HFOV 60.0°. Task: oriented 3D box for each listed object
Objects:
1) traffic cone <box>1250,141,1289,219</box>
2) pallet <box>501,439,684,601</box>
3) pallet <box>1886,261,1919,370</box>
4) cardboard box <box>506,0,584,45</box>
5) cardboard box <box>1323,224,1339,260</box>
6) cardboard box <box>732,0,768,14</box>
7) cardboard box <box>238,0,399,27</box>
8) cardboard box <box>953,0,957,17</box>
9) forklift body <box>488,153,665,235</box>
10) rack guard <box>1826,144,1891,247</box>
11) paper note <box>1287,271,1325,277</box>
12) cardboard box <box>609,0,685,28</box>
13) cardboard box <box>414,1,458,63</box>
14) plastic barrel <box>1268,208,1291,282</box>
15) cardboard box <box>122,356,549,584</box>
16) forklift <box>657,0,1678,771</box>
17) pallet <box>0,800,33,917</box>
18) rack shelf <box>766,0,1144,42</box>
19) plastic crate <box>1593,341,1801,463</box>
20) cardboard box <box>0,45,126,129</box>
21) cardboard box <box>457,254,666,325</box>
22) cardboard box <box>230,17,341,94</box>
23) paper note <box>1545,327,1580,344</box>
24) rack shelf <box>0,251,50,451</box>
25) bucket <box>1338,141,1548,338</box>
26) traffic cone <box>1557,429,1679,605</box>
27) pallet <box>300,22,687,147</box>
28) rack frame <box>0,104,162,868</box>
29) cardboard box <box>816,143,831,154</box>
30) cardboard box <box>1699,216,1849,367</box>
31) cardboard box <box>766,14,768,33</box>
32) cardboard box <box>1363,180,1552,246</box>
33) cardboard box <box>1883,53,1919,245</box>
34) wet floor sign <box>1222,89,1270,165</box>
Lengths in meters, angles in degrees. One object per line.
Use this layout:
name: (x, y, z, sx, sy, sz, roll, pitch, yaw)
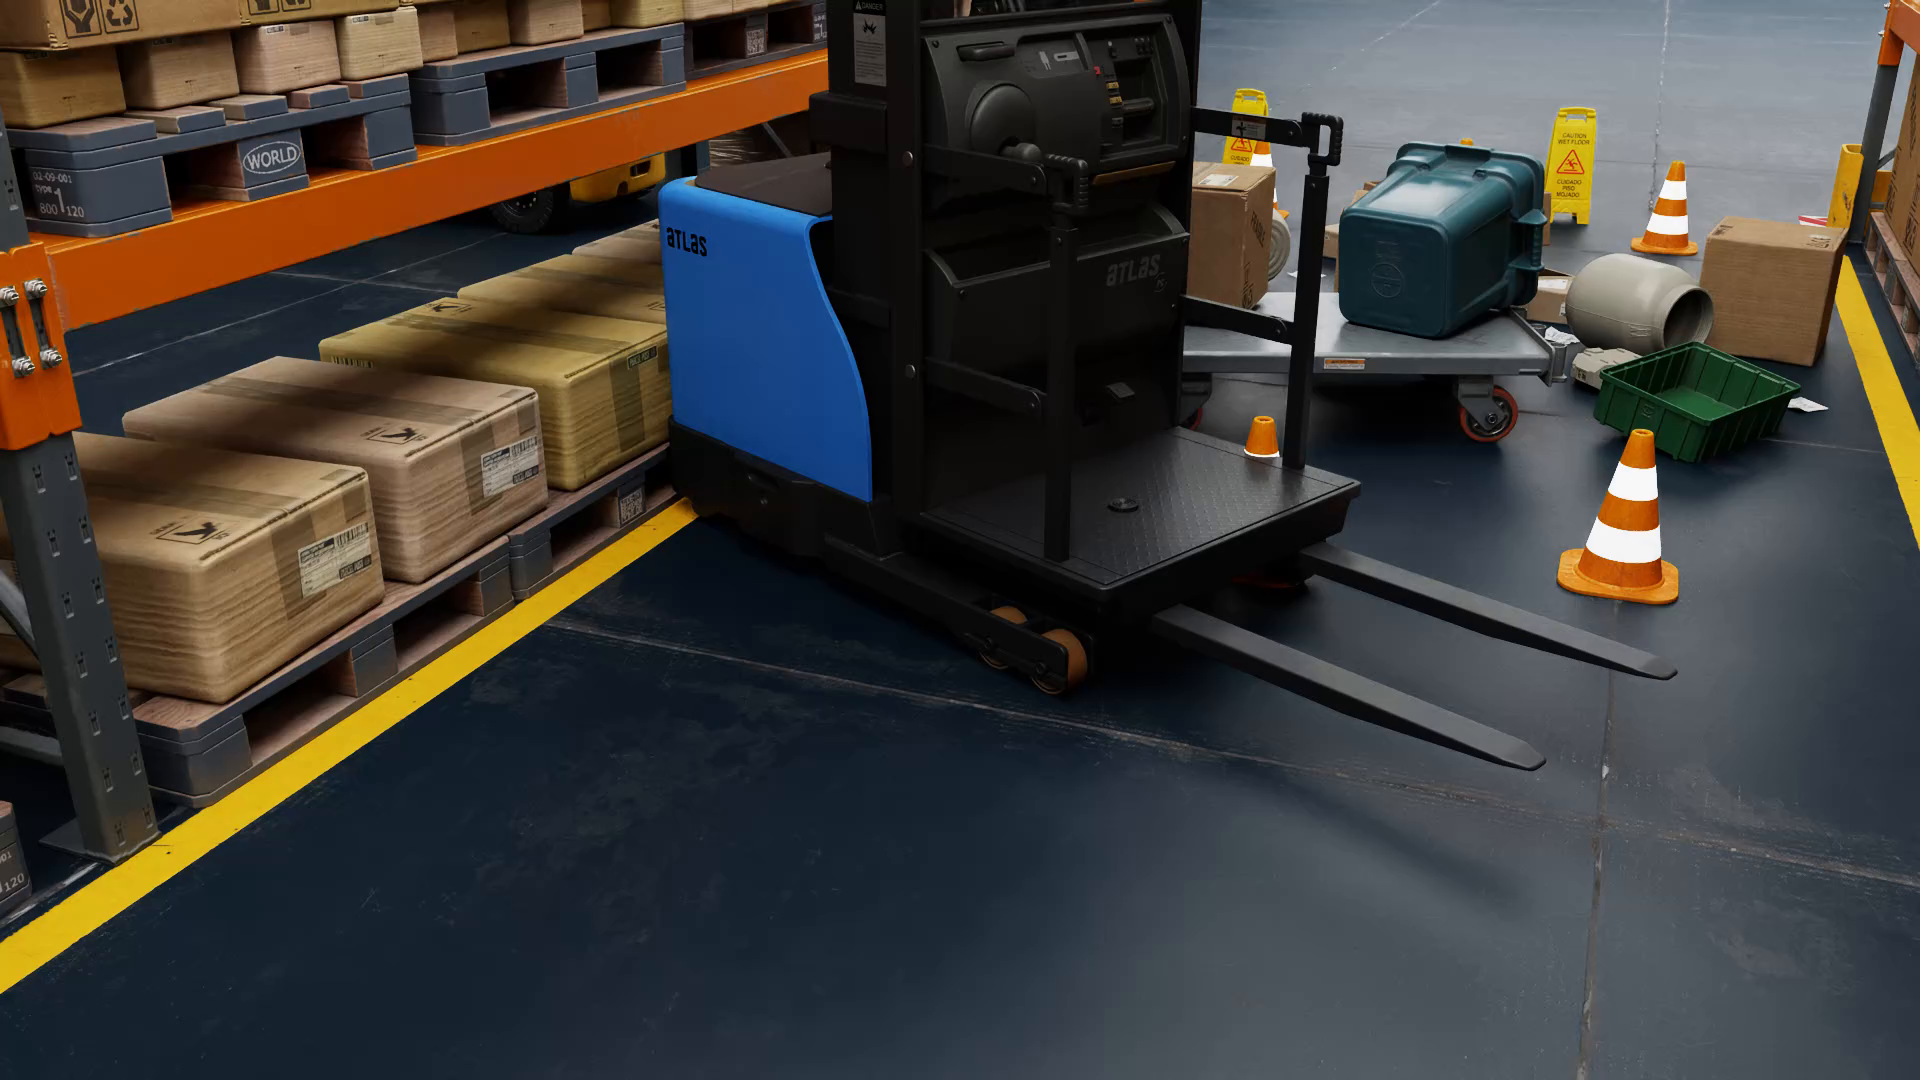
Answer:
traffic cone: (1.759, -2.129, 9.747, 0.336, 0.463, 0.334, 9, 24, 20)
pallet: (-1.504, -0.203, 5.463, 1.003, 0.211, 1.213, 9, 24, 20)
pallet: (4.675, -0.947, 7.242, 1.003, 0.211, 1.213, 9, 24, 20)
cardboard box: (-1.312, -1.514, 4.765, 0.380, 0.149, 0.250, 10, 25, 22)
cardboard box: (2.110, -1.565, 8.803, 0.250, 0.149, 0.380, -17, 28, -35)
cardboard box: (-0.876, -1.872, 5.620, 0.380, 0.149, 0.250, 8, 24, 19)
cardboard box: (-1.682, -1.468, 3.812, 0.500, 0.500, 0.500, 10, 25, 23)
cardboard box: (-0.234, -2.355, 7.322, 0.380, 0.149, 0.250, 9, 24, 20)
forklift body: (-2.899, -3.016, 9.680, 2.313, 2.155, 1.214, 9, 24, 20)
rack guard: (5.363, -1.821, 8.961, 1.175, 0.500, 0.348, 9, 24, 20)
paper note: (1.763, -1.357, 8.474, 0.148, 0.019, 0.142, 19, 29, 38)
cardboard box: (-1.092, -1.698, 5.204, 0.380, 0.149, 0.250, 9, 24, 20)
cardboard box: (-1.538, -1.323, 4.308, 0.380, 0.149, 0.250, 10, 25, 23)
plastic barrel: (1.359, -1.494, 8.276, 0.421, 0.421, 0.512, -12, 25, -26)
cardboard box: (-1.765, -0.223, 4.756, 0.950, 0.372, 0.625, 8, 24, 19)
forklift: (0.424, -1.177, 4.264, 1.130, 2.935, 3.031, -20, 30, -39)
pallet: (-2.613, 0.783, 3.102, 1.003, 0.211, 1.213, 9, 24, 20)
rack shelf: (-0.022, -2.591, 8.493, 1.077, 0.370, 4.000, 9, 24, 20)
plastic crate: (2.717, -0.513, 6.160, 0.662, 0.188, 0.450, -17, 38, -35)
cardboard box: (-1.957, -0.943, 3.397, 0.380, 0.149, 0.250, 7, 24, 17)
cardboard box: (-1.221, -0.742, 6.000, 0.950, 0.372, 0.625, 10, 25, 23)
cardboard box: (-1.677, -1.131, 3.846, 0.380, 0.149, 0.250, 7, 24, 17)
paper note: (2.674, -0.909, 7.396, 0.172, 0.023, 0.155, 19, 29, 38)
rack shelf: (-2.993, 0.272, 1.640, 1.077, 0.370, 4.000, 9, 24, 20)
bucket: (1.779, -1.104, 6.276, 0.726, 0.611, 0.620, 19, 39, 38)
traffic cone: (1.968, -0.100, 4.889, 0.336, 0.463, 0.334, 9, 24, 20)
pallet: (-1.553, -1.401, 4.961, 1.003, 0.211, 1.213, 9, 24, 20)
rack frame: (-2.251, -0.775, 3.215, 1.000, 3.000, 0.127, 9, 24, 20)
cardboard box: (-0.295, -1.650, 7.359, 0.500, 0.500, 0.500, 10, 25, 23)
cardboard box: (3.492, -1.084, 7.194, 0.500, 0.500, 0.500, 13, 26, 29)
cardboard box: (-0.928, -2.250, 7.070, 0.380, 0.149, 0.250, 9, 24, 20)
cardboard box: (2.419, -1.495, 8.177, 0.797, 0.503, 0.637, -7, 24, -17)
cardboard box: (5.164, -1.927, 8.183, 0.875, 0.875, 0.875, 9, 24, 20)
wet floor sign: (1.785, -2.467, 10.318, 0.267, 0.644, 0.232, 19, 29, 38)
